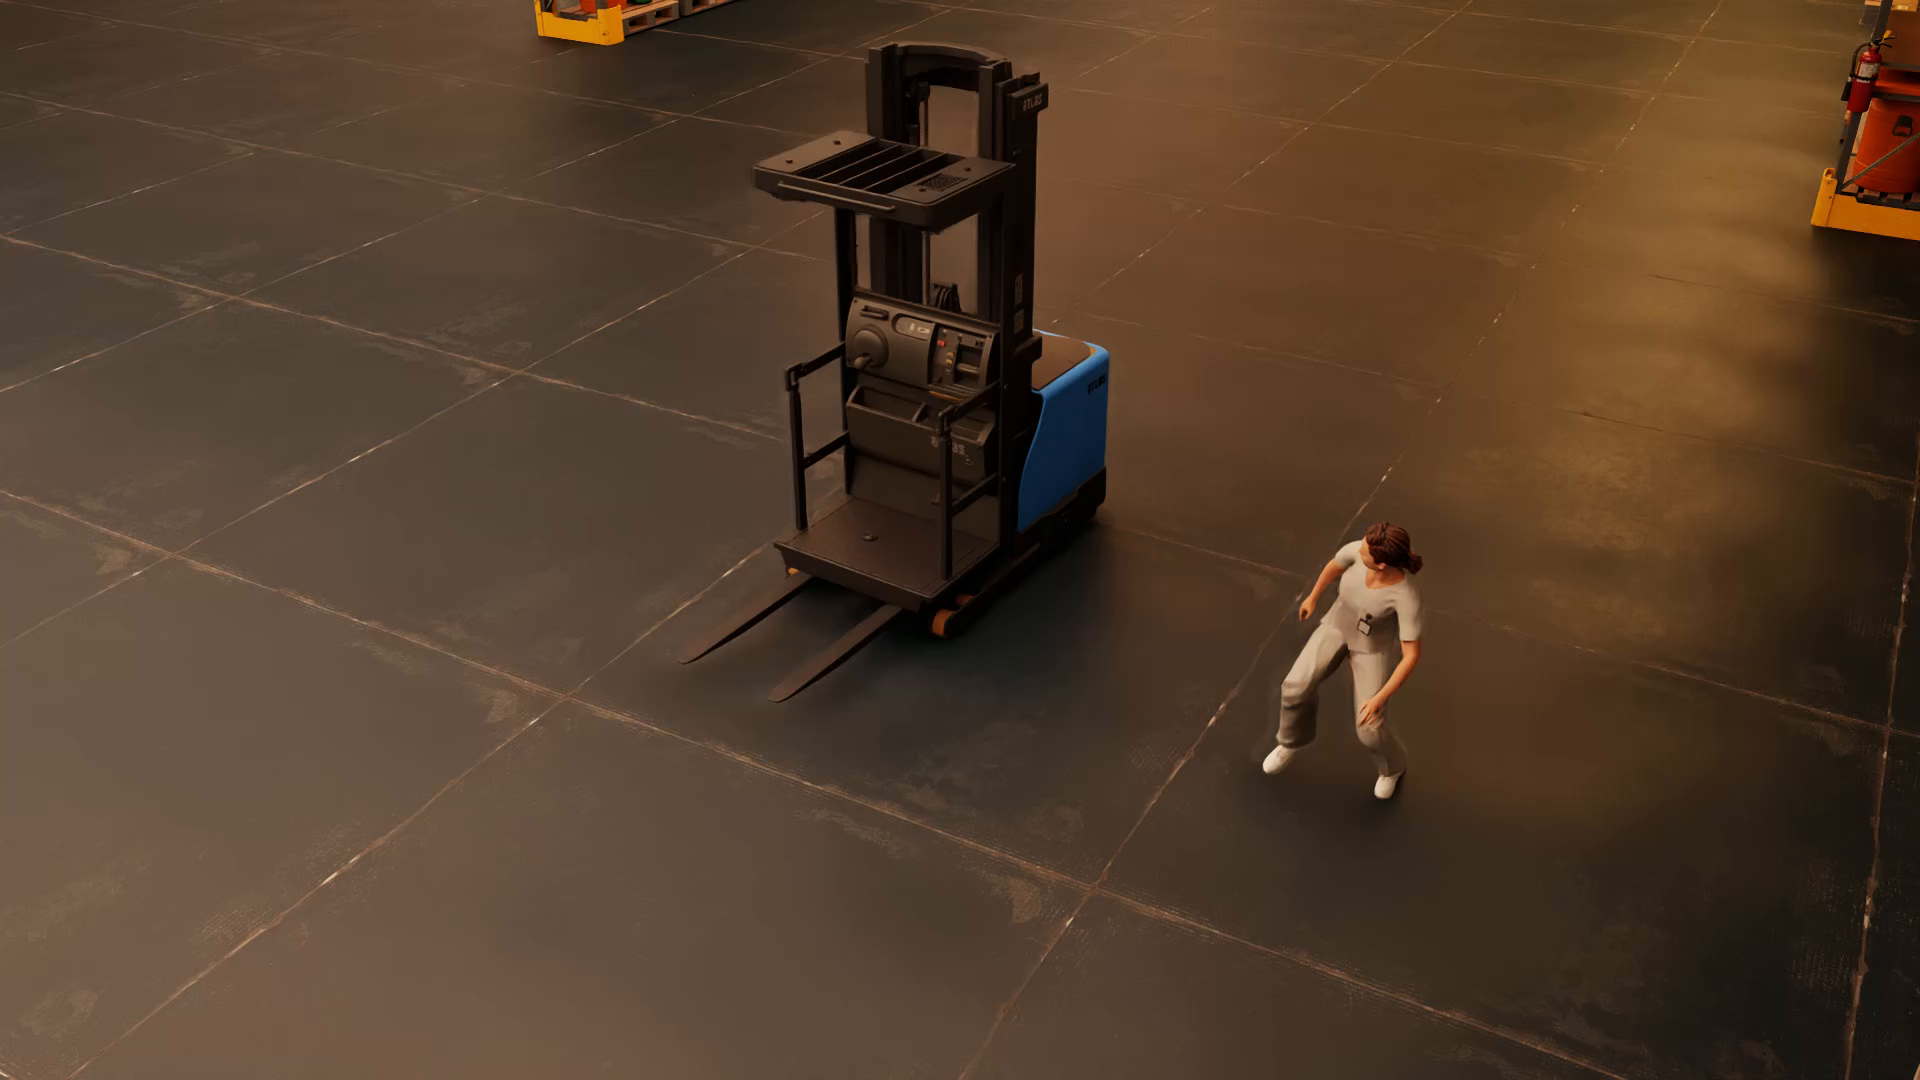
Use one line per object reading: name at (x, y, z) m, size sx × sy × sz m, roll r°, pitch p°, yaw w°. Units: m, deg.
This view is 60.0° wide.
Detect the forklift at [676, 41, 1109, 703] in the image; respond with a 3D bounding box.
forklift at (-0.337, -0.999, 8.802) m, size 1.130 × 2.935 × 3.031 m, roll 18°, pitch 35°, yaw 29°

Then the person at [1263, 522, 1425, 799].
person at (1.792, 0.520, 7.700) m, size 0.687 × 1.445 × 0.616 m, roll 19°, pitch 35°, yaw 30°
